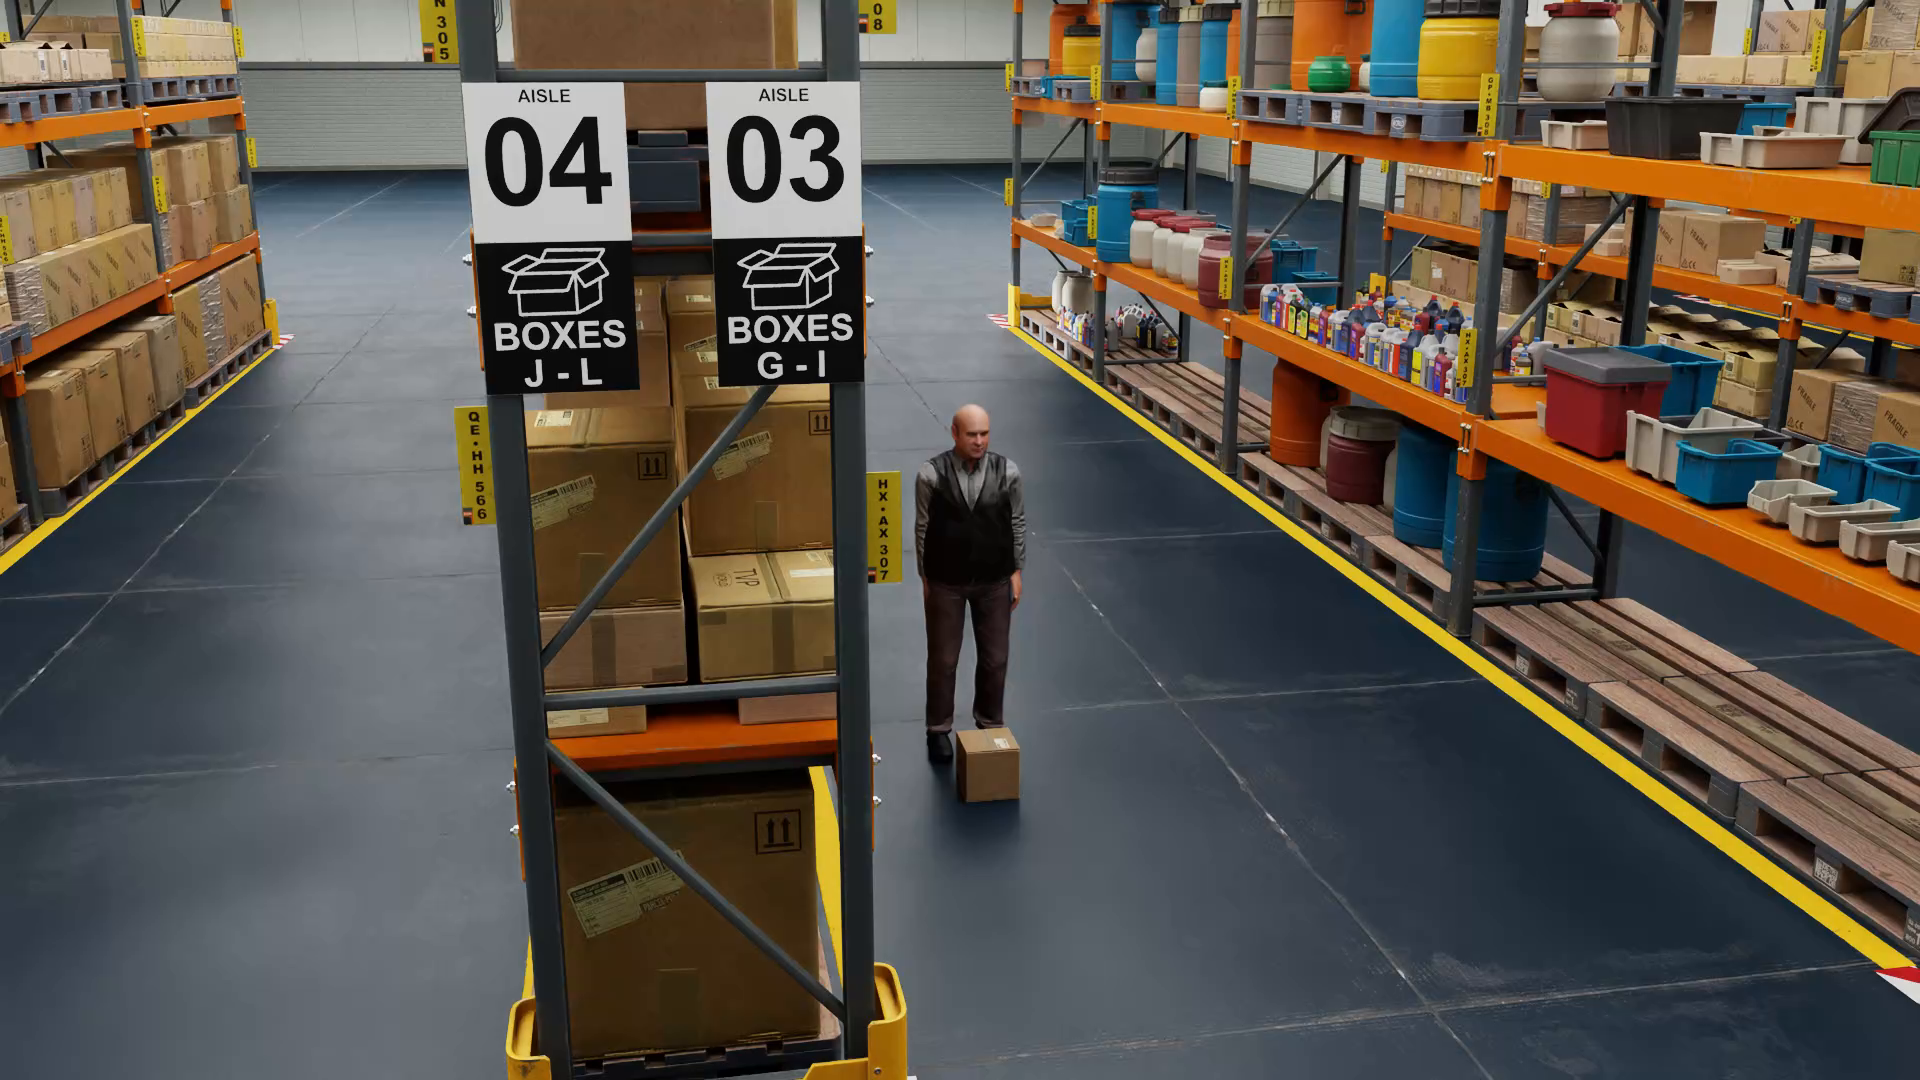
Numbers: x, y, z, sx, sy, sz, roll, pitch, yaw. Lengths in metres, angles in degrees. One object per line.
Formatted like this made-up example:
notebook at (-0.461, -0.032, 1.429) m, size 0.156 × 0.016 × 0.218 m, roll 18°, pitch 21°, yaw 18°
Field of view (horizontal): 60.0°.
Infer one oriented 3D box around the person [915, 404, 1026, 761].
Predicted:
person at (0.056, 0.203, 7.903) m, size 0.533 × 1.717 × 0.347 m, roll -3°, pitch 16°, yaw -9°
